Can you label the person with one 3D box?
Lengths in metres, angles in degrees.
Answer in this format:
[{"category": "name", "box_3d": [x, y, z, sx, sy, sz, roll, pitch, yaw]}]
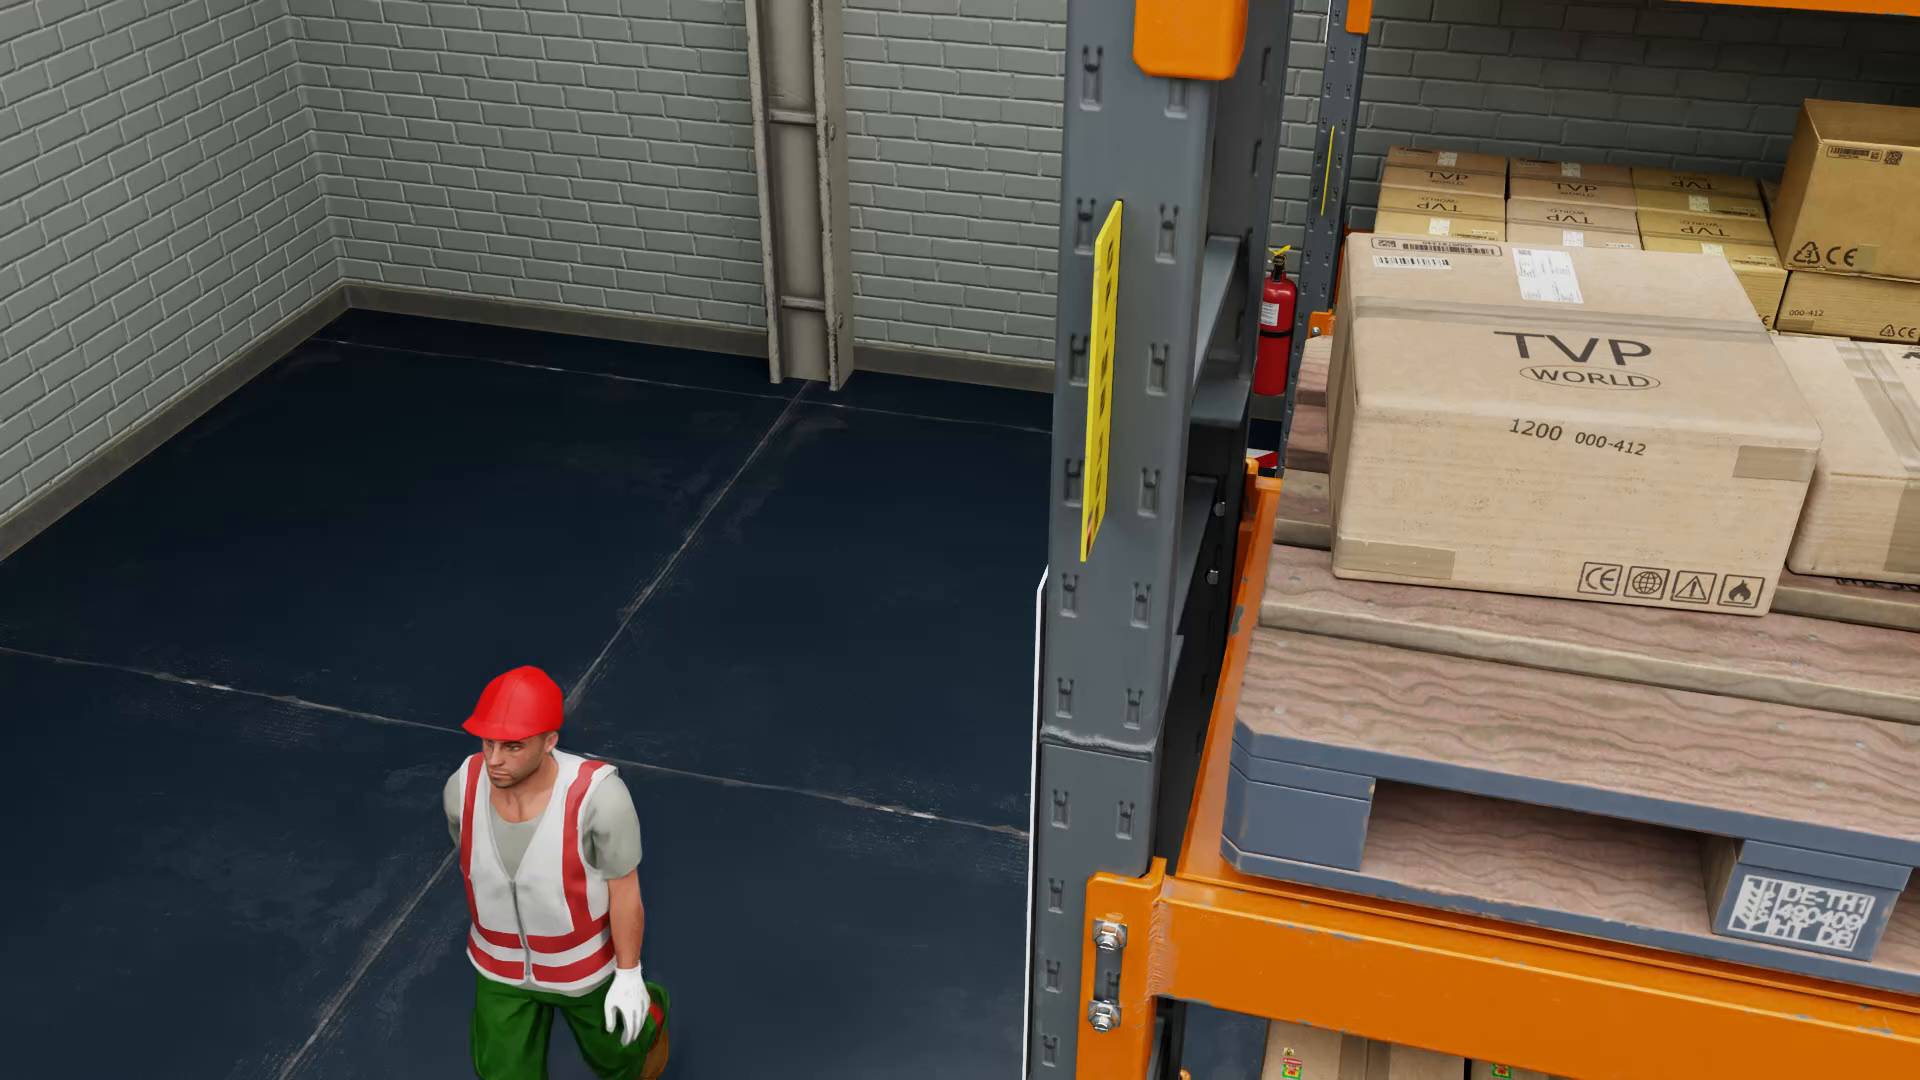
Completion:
[{"category": "person", "box_3d": [-1.062, 1.077, 4.417, 0.531, 1.760, 0.900, 2, 33, 4]}]
